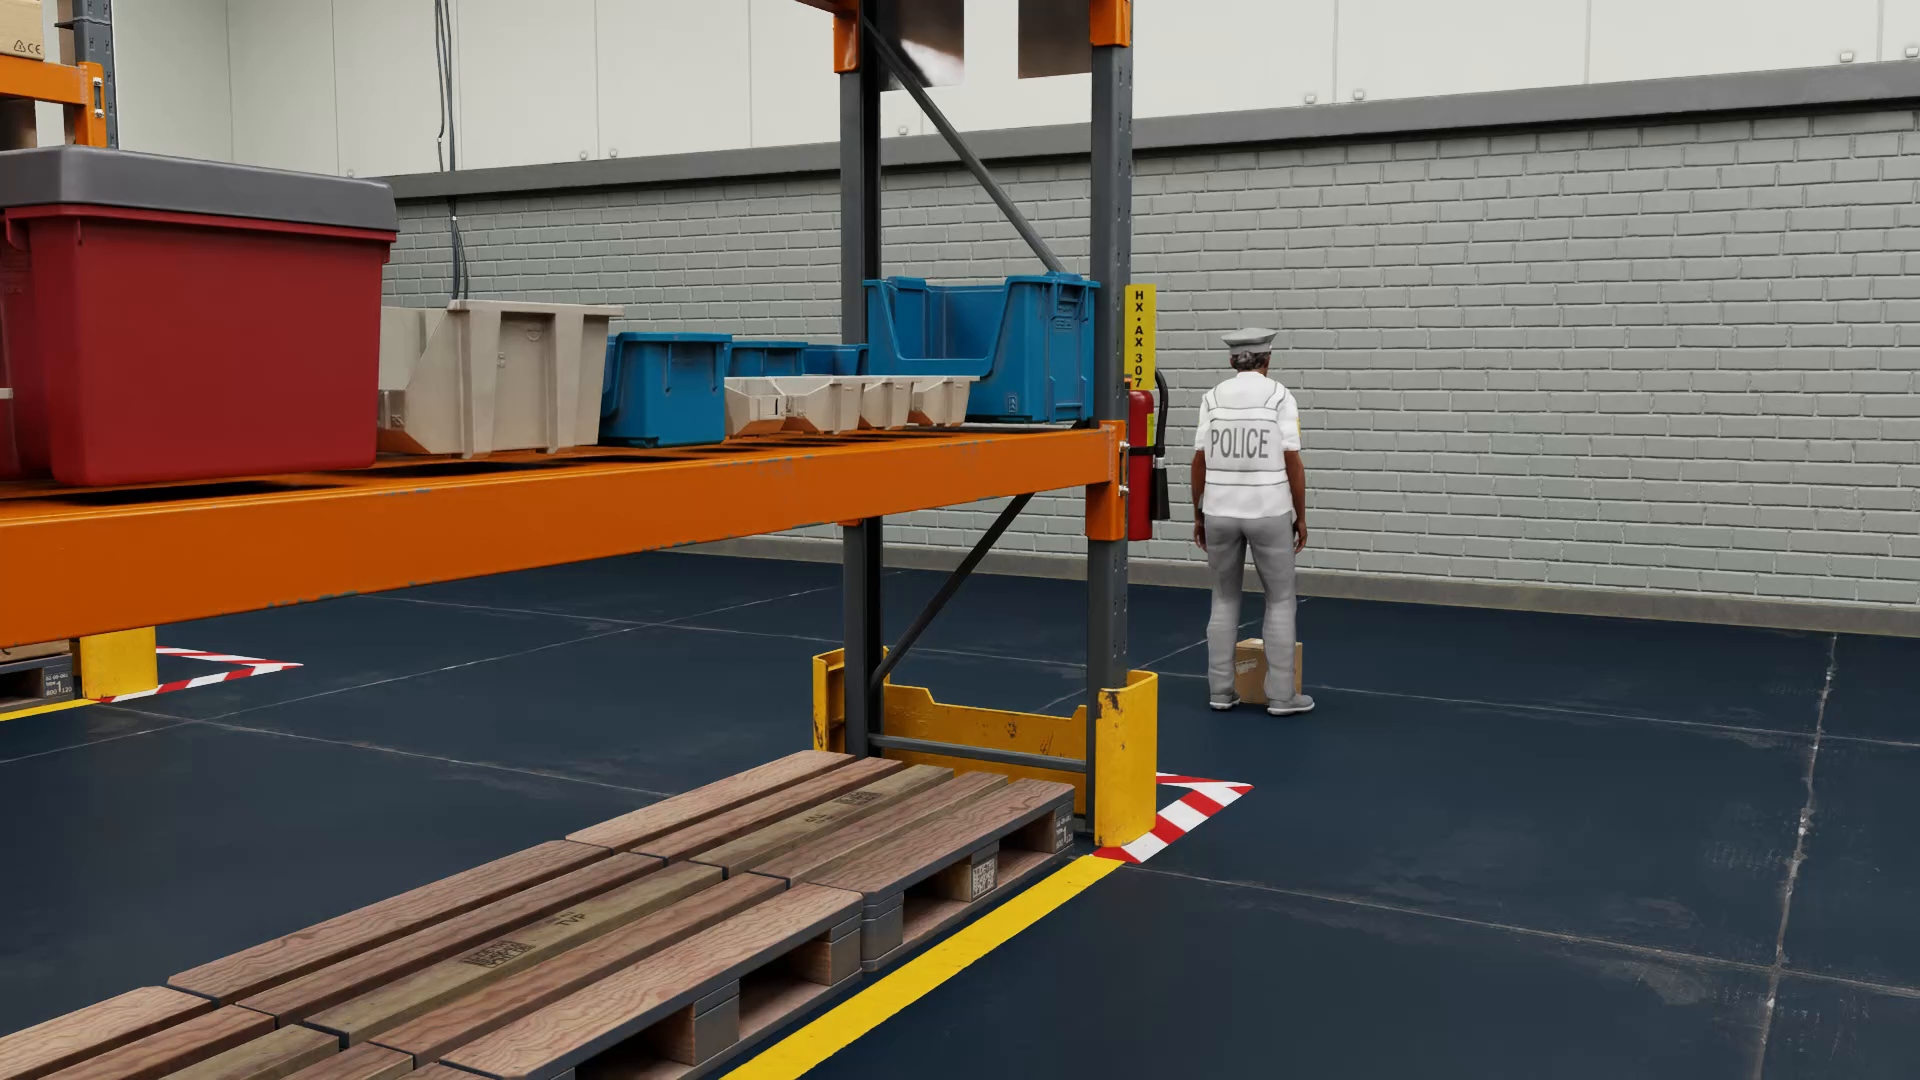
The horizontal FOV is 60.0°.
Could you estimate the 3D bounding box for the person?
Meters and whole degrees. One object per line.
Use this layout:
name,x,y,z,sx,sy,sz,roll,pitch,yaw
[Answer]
person,1.261,-0.087,7.181,0.531,1.661,0.397,3,7,25
